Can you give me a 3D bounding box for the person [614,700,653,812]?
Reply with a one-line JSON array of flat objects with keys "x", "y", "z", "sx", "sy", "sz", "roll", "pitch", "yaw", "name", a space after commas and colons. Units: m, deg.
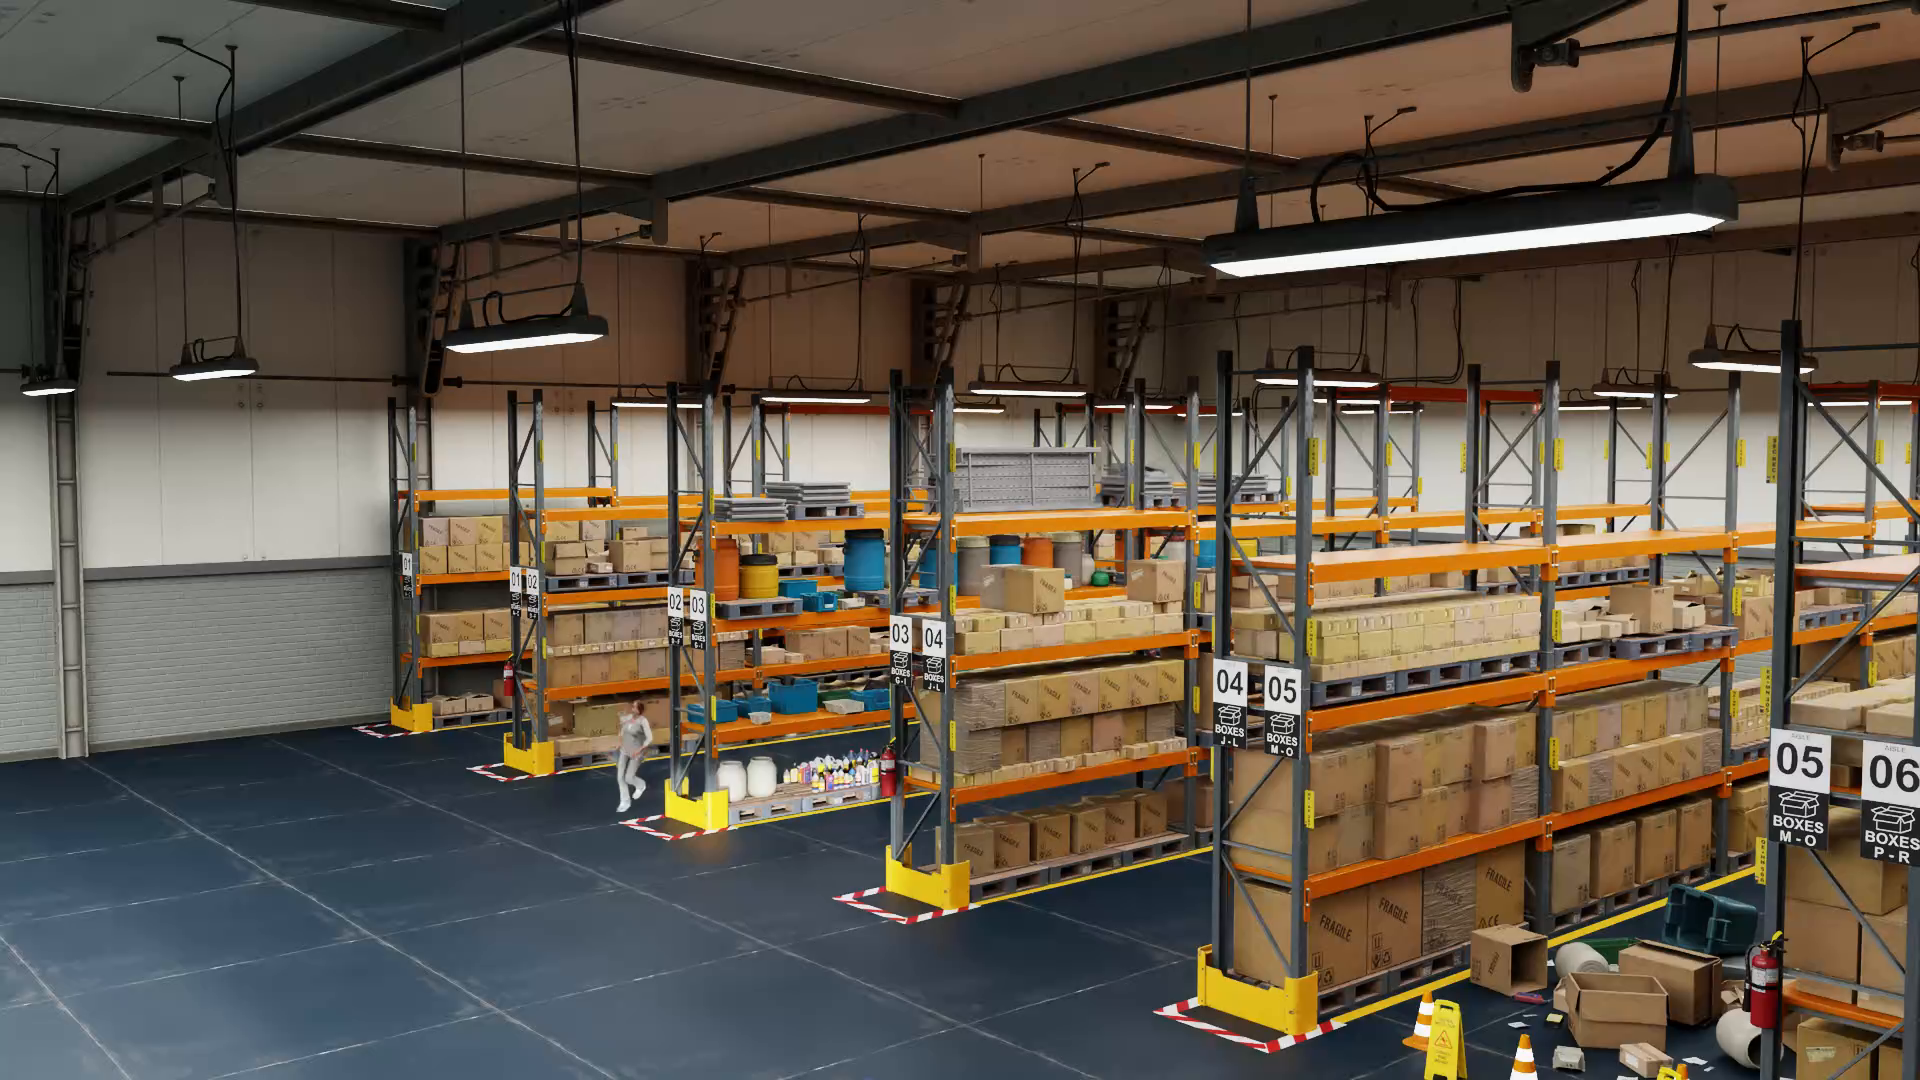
[{"x": -4.582, "y": 3.029, "z": 23.497, "sx": 0.590, "sy": 1.566, "sz": 0.581, "roll": 1, "pitch": 4, "yaw": 24, "name": "person"}]
